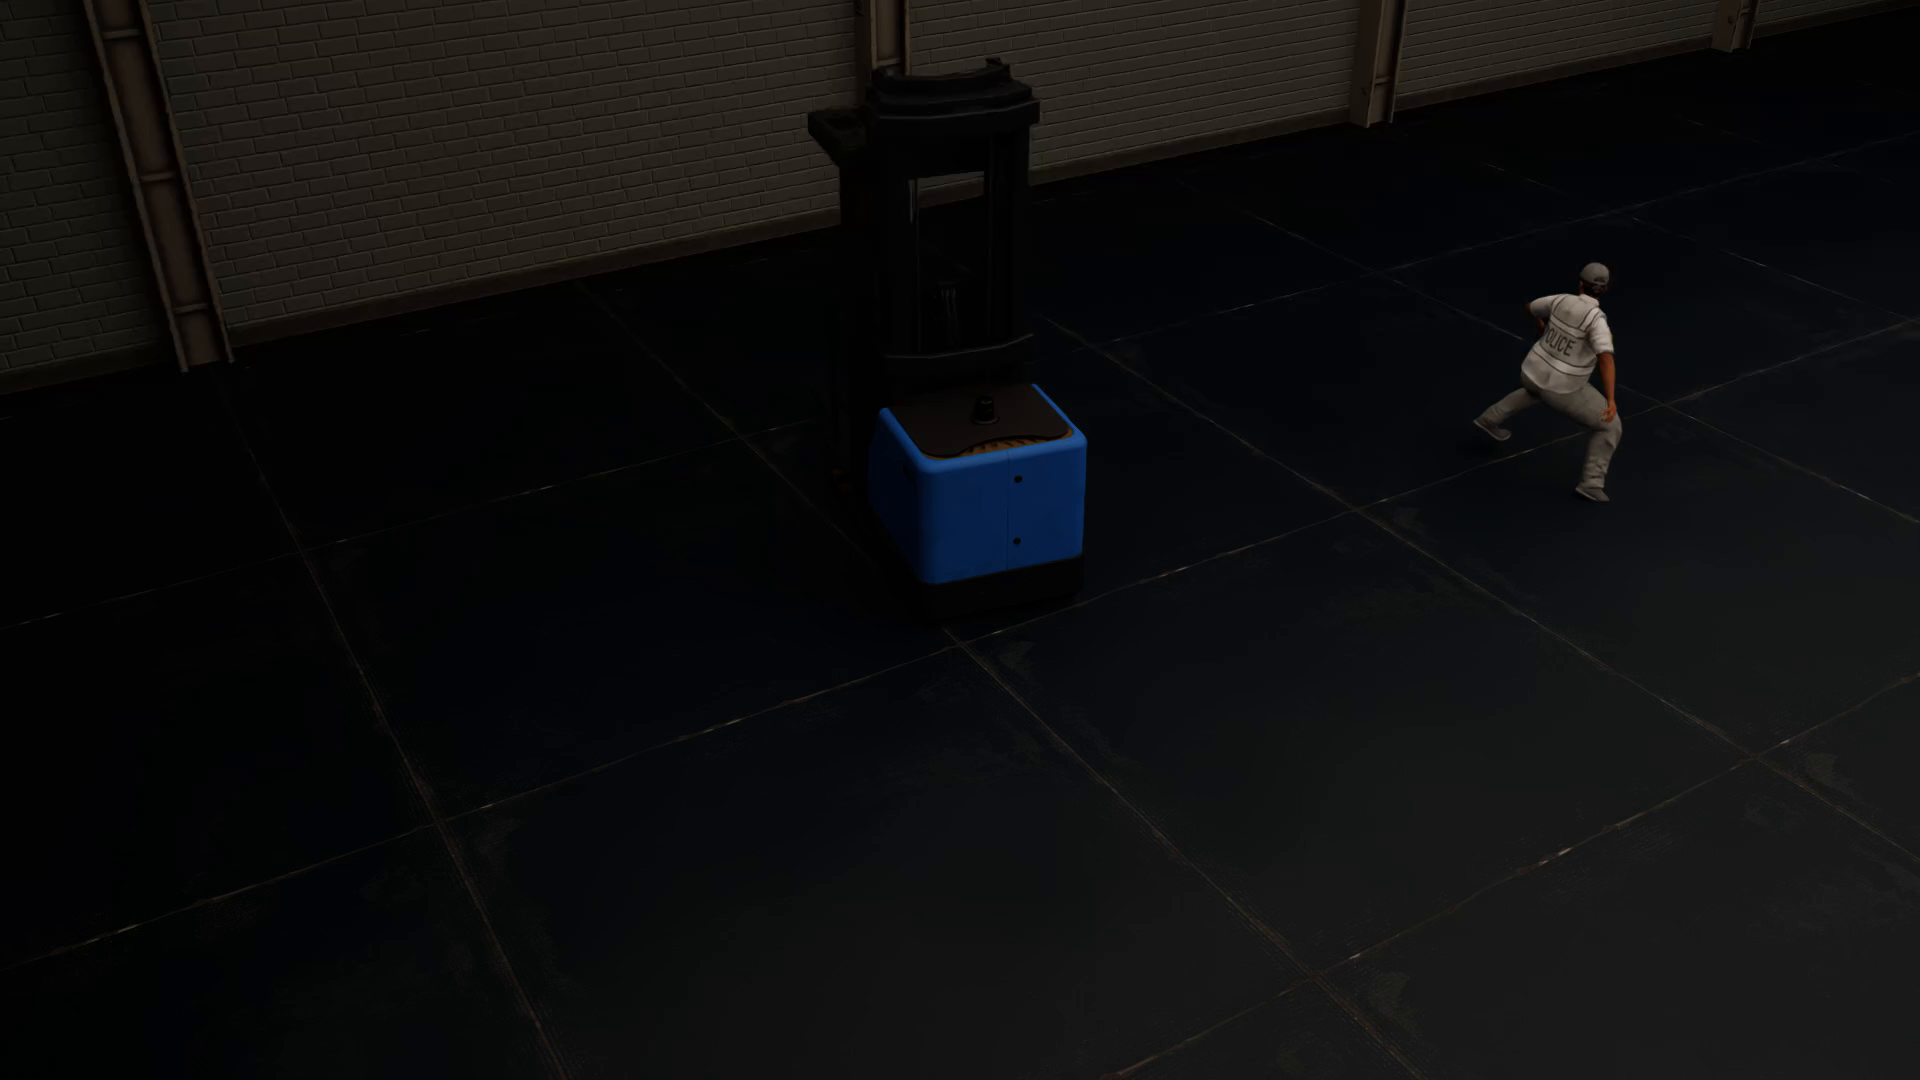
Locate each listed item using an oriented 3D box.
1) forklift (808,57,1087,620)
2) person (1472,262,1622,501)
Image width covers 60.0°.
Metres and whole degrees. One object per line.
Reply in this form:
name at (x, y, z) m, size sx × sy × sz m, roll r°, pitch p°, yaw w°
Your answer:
forklift at (-0.251, -1.539, 10.218) m, size 1.130 × 2.935 × 3.031 m, roll -11°, pitch 33°, yaw -17°
person at (3.968, -1.041, 10.845) m, size 0.507 × 1.569 × 1.124 m, roll -12°, pitch 33°, yaw -19°
